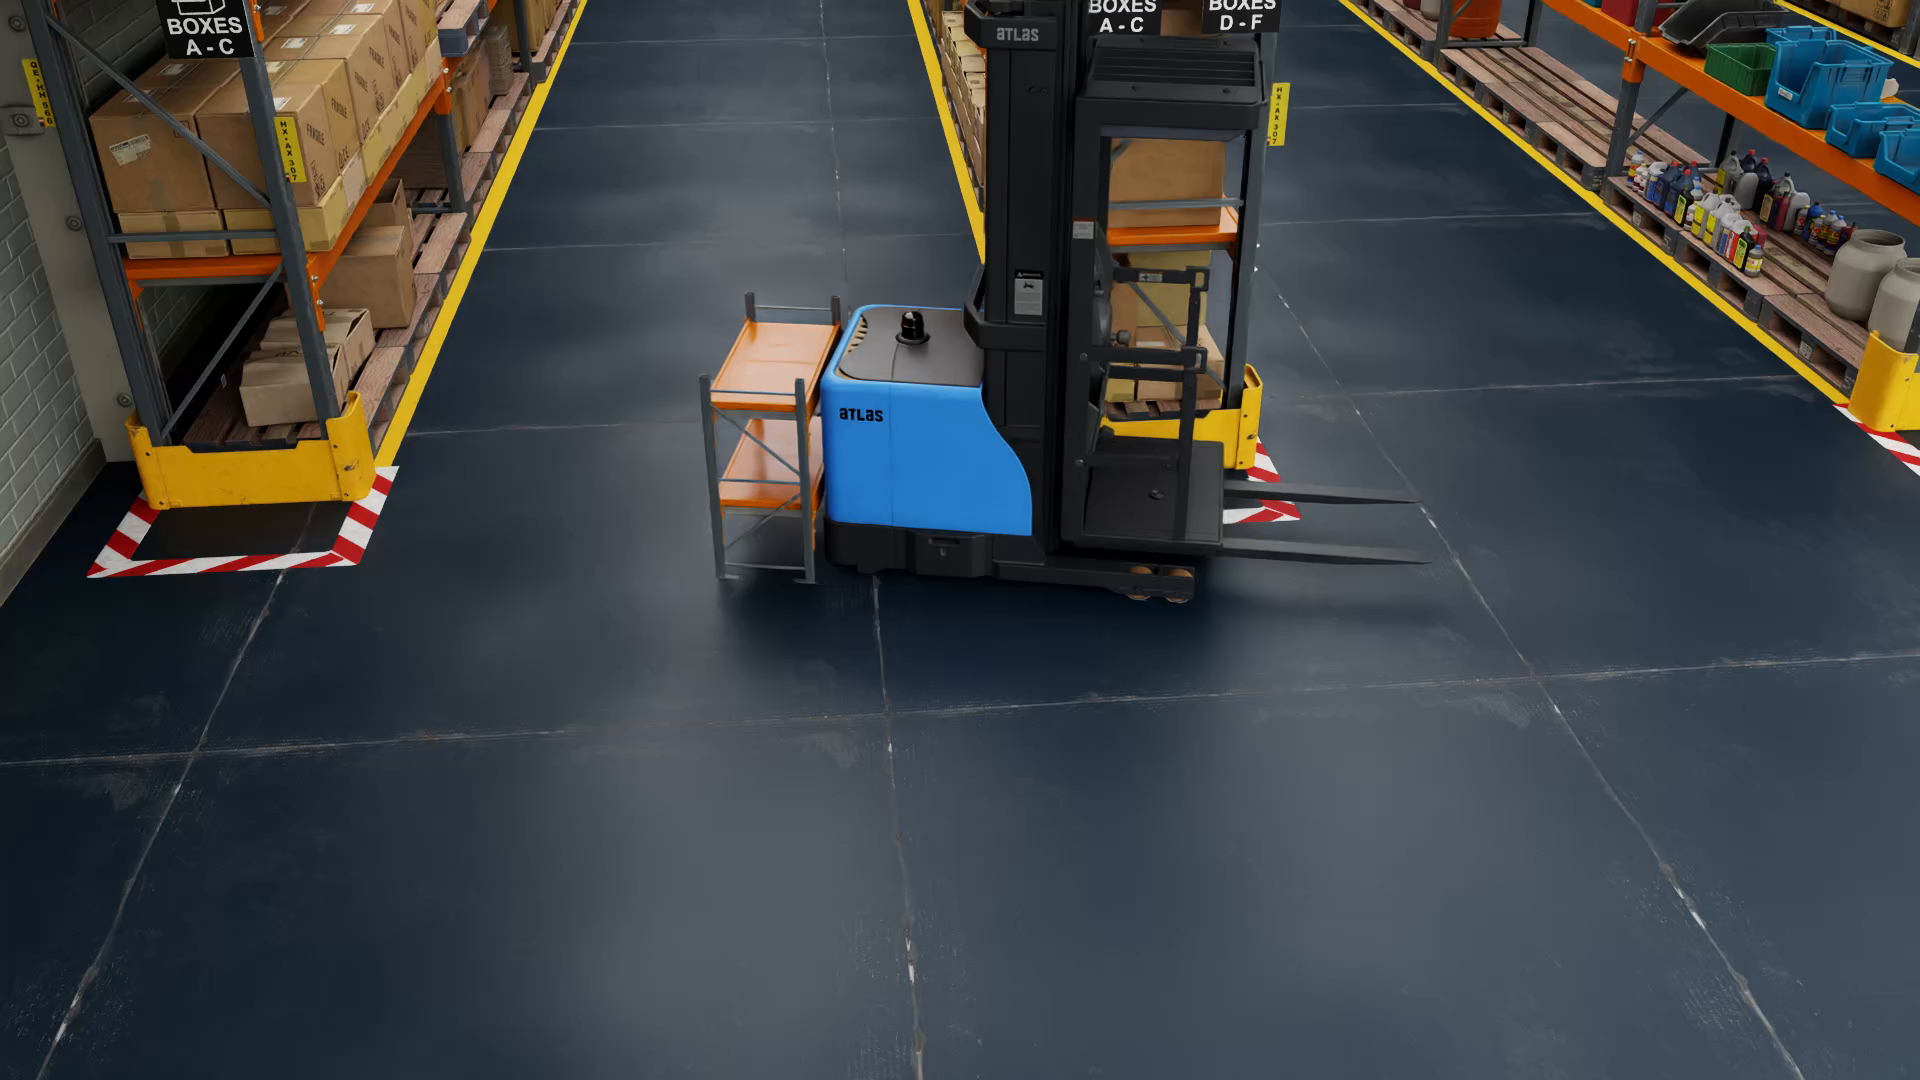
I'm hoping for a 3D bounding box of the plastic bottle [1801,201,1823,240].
[{"bbox_3d":[6.097,-2.289,11.888,0.097,0.271,0.097,0,31,0],"label":"plastic bottle"}]

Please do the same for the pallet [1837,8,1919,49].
[{"bbox_3d":[10.201,-5.532,17.805,1.003,0.211,1.213,-3,31,-5],"label":"pallet"}]

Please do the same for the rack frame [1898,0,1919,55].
[{"bbox_3d":[10.200,-6.323,16.410,1.000,3.000,0.127,-3,31,-5],"label":"rack frame"}]

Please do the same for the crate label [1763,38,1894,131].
[{"bbox_3d":[5.575,-2.943,10.717,0.502,0.435,0.616,-3,31,-5],"label":"crate label"}]

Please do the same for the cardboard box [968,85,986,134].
[{"bbox_3d":[0.332,-3.507,13.421,0.500,0.311,0.500,-2,31,-3],"label":"cardboard box"}]

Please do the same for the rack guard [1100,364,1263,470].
[{"bbox_3d":[1.086,-0.680,9.401,1.175,0.500,0.348,-3,31,-5],"label":"rack guard"}]

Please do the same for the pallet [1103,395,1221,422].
[{"bbox_3d":[0.971,-0.957,10.146,1.003,0.211,1.213,-3,31,-5],"label":"pallet"}]

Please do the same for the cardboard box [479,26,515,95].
[{"bbox_3d":[-4.476,-4.361,15.135,0.700,0.500,0.500,-2,31,-4],"label":"cardboard box"}]

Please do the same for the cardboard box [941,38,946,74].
[{"bbox_3d":[0.093,-4.568,15.745,0.500,0.250,0.500,-3,31,-5],"label":"cardboard box"}]

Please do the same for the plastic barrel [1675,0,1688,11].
[{"bbox_3d":[5.908,-4.470,12.820,0.600,0.901,0.708,-3,31,-5],"label":"plastic barrel"}]

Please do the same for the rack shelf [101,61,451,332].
[{"bbox_3d":[-4.035,-2.239,10.274,1.077,0.370,4.000,-3,31,-5],"label":"rack shelf"}]

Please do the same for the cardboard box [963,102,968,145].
[{"bbox_3d":[0.289,-3.525,13.998,0.500,0.250,0.500,-2,31,-3],"label":"cardboard box"}]

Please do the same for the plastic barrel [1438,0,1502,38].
[{"bbox_3d":[5.206,-5.583,16.878,0.600,0.830,0.708,-3,31,-5],"label":"plastic barrel"}]

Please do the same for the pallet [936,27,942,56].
[{"bbox_3d":[0.304,-5.036,16.975,1.003,0.211,1.213,-3,31,-5],"label":"pallet"}]

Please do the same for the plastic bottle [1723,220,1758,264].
[{"bbox_3d":[5.412,-2.067,11.513,0.152,0.276,0.135,-3,31,-4],"label":"plastic bottle"}]

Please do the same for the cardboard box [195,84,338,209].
[{"bbox_3d":[-3.593,-2.051,8.653,0.500,0.500,0.500,-3,31,-5],"label":"cardboard box"}]

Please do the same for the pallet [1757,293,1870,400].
[{"bbox_3d":[5.891,-1.255,10.646,1.003,0.211,1.213,-3,31,-5],"label":"pallet"}]

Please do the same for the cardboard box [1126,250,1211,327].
[{"bbox_3d":[1.207,-1.627,10.089,0.500,0.500,0.500,-3,31,-5],"label":"cardboard box"}]

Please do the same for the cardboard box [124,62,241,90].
[{"bbox_3d":[-4.141,-2.280,9.038,0.500,0.500,0.500,-2,31,-4],"label":"cardboard box"}]

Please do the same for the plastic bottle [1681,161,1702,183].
[{"bbox_3d":[5.448,-2.670,12.449,0.144,0.351,0.185,-3,31,-5],"label":"plastic bottle"}]

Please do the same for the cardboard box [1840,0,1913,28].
[{"bbox_3d":[10.156,-5.944,17.439,1.225,0.875,0.875,-4,31,-7],"label":"cardboard box"}]

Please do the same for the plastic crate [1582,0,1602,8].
[{"bbox_3d":[5.229,-4.585,13.516,0.392,0.384,0.575,-3,31,-5],"label":"plastic crate"}]

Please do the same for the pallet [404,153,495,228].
[{"bbox_3d":[-4.296,-2.769,13.180,1.003,0.211,1.213,-3,31,-5],"label":"pallet"}]

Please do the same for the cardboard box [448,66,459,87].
[{"bbox_3d":[-4.404,-3.871,13.583,0.500,0.250,0.500,-4,31,-6],"label":"cardboard box"}]

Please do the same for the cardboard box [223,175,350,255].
[{"bbox_3d":[-3.577,-1.735,8.856,0.500,0.250,0.500,-4,31,-6],"label":"cardboard box"}]

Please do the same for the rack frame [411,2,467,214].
[{"bbox_3d":[-4.221,-3.568,11.799,1.000,3.000,0.127,-3,31,-5],"label":"rack frame"}]

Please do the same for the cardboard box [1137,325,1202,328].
[{"bbox_3d":[1.205,-1.305,10.281,0.500,0.250,0.500,-3,31,-5],"label":"cardboard box"}]

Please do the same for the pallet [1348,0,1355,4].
[{"bbox_3d":[4.925,-6.534,19.484,1.003,0.211,1.213,-3,31,-5],"label":"pallet"}]

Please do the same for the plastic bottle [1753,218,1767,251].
[{"bbox_3d":[5.518,-2.076,11.520,0.061,0.283,0.133,-3,31,-5],"label":"plastic bottle"}]

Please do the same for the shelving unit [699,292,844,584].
[{"bbox_3d":[-0.930,-0.543,8.561,0.538,1.125,1.048,3,31,5],"label":"shelving unit"}]

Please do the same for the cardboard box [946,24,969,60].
[{"bbox_3d":[0.151,-4.541,15.153,0.500,0.311,0.500,-3,31,-6],"label":"cardboard box"}]

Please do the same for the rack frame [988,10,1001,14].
[{"bbox_3d":[0.710,-3.808,12.200,1.000,3.000,0.127,-3,31,-5],"label":"rack frame"}]

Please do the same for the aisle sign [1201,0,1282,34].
[{"bbox_3d":[1.395,-2.863,8.082,0.394,0.787,0.004,-3,31,-5],"label":"aisle sign"}]

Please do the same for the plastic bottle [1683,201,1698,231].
[{"bbox_3d":[5.325,-2.357,12.070,0.097,0.201,0.097,0,31,0],"label":"plastic bottle"}]

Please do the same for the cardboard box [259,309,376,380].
[{"bbox_3d":[-3.876,-1.209,10.043,0.500,0.311,0.500,0,31,0],"label":"cardboard box"}]

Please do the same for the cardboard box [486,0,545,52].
[{"bbox_3d":[-4.533,-5.250,16.301,0.750,0.750,0.750,-3,31,-5],"label":"cardboard box"}]

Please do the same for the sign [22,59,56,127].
[{"bbox_3d":[-4.402,-2.143,7.975,0.100,0.325,0.005,-3,31,-5],"label":"sign"}]

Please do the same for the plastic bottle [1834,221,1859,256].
[{"bbox_3d":[6.154,-2.081,11.528,0.061,0.283,0.133,-2,31,-4],"label":"plastic bottle"}]

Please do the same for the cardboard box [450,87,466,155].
[{"bbox_3d":[-4.405,-3.321,13.393,0.700,0.500,0.500,-3,31,-6],"label":"cardboard box"}]

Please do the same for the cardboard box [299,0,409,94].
[{"bbox_3d":[-3.781,-3.096,10.403,0.500,0.500,0.500,-4,31,-6],"label":"cardboard box"}]

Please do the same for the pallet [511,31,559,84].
[{"bbox_3d":[-4.594,-4.820,16.613,1.003,0.211,1.213,-3,31,-5],"label":"pallet"}]

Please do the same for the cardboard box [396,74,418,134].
[{"bbox_3d":[-3.775,-2.775,10.597,0.500,0.250,0.500,-3,31,-5],"label":"cardboard box"}]

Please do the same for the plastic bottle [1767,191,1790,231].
[{"bbox_3d":[5.943,-2.399,12.062,0.061,0.283,0.133,-3,31,-5],"label":"plastic bottle"}]

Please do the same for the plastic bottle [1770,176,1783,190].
[{"bbox_3d":[6.064,-2.572,12.350,0.061,0.283,0.133,-1,31,-1],"label":"plastic bottle"}]

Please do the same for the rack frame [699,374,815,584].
[{"bbox_3d":[-0.982,-0.283,8.127,0.500,1.125,0.032,3,31,5],"label":"rack frame"}]

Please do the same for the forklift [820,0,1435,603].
[{"bbox_3d":[0.871,-1.238,7.964,3.031,2.935,1.130,4,31,7],"label":"forklift"}]

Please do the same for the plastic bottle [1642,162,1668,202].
[{"bbox_3d":[5.293,-2.715,12.598,0.152,0.276,0.135,-2,31,-3],"label":"plastic bottle"}]
